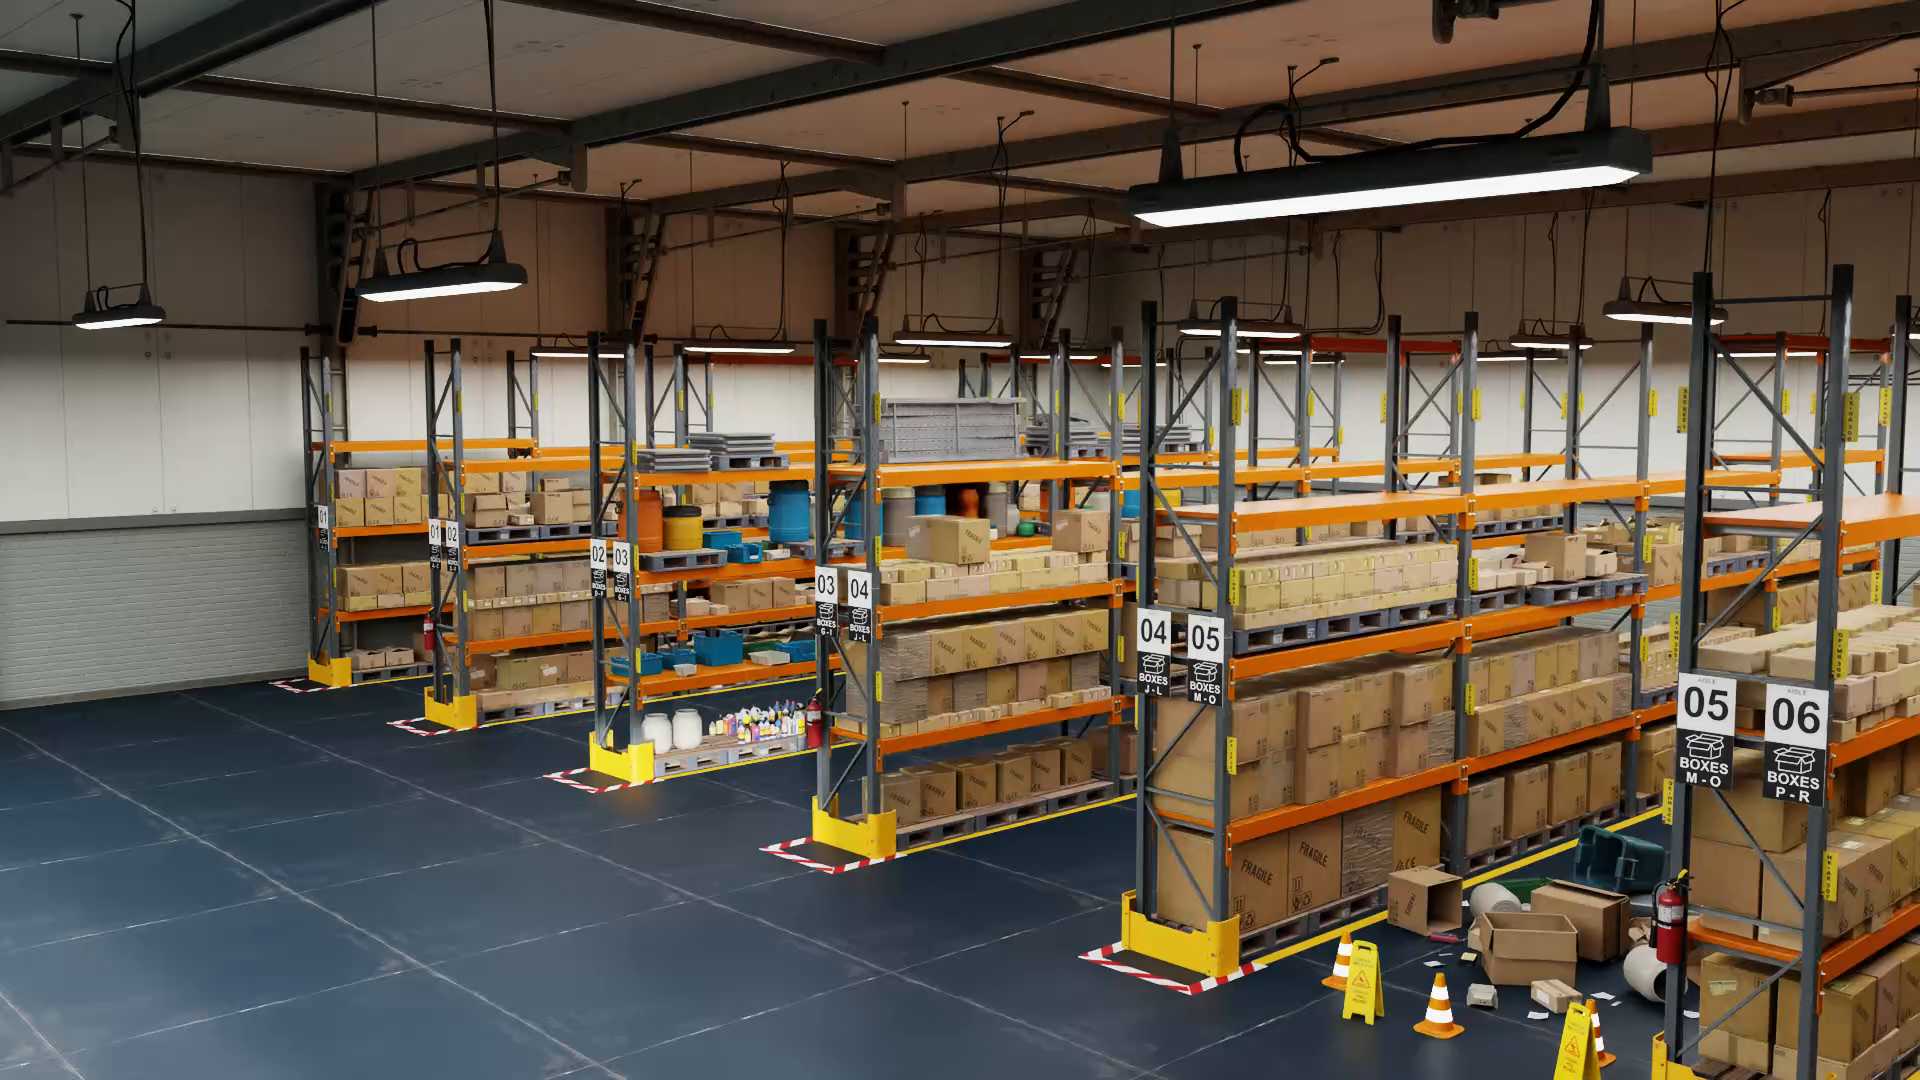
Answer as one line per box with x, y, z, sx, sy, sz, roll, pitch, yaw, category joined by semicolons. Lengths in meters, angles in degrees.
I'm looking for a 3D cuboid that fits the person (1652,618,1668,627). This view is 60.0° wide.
10.874;2.057;25.757;0.852;1.704;0.582;-4;6;-35;person
